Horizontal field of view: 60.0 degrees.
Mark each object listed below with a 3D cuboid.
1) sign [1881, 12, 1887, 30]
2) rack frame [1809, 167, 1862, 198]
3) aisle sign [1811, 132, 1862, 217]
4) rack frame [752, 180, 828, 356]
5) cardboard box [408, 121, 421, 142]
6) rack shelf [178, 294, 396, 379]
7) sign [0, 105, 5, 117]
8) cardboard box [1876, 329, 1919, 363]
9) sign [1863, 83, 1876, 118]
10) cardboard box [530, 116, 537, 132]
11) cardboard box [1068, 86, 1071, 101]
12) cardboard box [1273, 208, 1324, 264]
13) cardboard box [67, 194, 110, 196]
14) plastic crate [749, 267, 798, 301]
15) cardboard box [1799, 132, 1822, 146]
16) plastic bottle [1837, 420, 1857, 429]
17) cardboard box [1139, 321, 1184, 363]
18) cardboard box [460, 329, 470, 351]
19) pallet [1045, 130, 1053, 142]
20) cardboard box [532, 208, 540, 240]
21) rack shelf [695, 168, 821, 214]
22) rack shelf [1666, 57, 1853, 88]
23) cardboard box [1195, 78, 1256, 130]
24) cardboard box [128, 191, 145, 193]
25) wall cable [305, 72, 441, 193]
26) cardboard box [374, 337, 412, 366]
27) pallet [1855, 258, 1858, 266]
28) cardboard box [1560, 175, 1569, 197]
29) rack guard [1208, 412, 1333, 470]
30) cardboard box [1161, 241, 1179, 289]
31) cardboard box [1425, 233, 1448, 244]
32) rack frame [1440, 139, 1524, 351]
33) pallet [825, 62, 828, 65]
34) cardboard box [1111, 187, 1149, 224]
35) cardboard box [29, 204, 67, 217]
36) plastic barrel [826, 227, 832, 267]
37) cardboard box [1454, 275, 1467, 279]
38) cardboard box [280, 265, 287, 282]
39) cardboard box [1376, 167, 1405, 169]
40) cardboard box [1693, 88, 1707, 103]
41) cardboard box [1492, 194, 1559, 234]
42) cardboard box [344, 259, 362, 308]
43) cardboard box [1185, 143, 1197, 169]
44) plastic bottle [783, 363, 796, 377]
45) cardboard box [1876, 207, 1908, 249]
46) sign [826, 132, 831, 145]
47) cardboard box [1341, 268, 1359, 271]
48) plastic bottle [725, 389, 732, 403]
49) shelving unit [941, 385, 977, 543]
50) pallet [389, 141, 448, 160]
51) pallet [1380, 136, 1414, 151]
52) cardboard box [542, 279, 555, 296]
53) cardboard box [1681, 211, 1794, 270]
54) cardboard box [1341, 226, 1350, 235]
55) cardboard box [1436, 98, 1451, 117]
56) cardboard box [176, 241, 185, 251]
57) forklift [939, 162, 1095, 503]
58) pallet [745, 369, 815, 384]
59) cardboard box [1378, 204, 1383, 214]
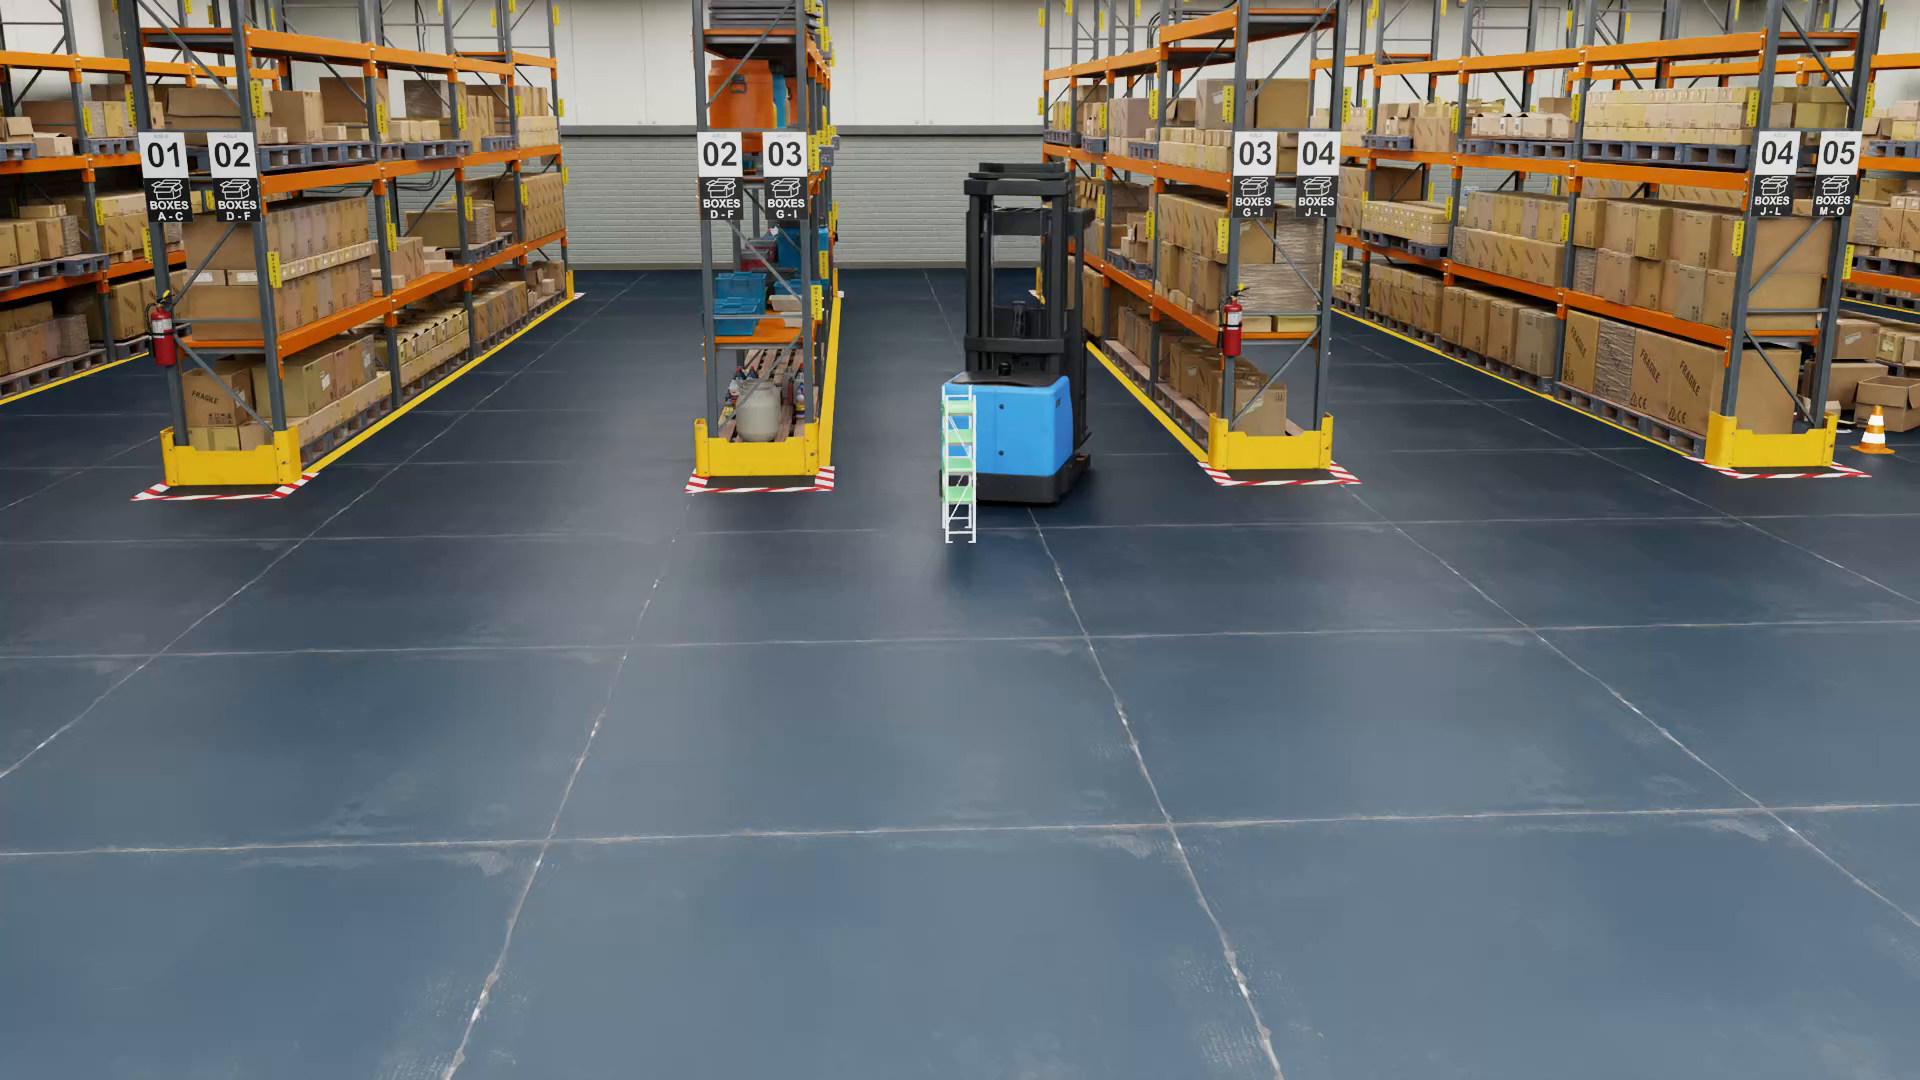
[{"bbox_3d":[17.454,-9.815,31.424,0.100,0.325,0.005,-1,14,-3],"label":"sign"},{"bbox_3d":[16.899,-6.378,32.294,1.000,3.000,0.127,-1,14,-3],"label":"rack frame"},{"bbox_3d":[8.306,-3.465,15.757,0.394,0.787,0.004,-1,14,-3],"label":"aisle sign"},{"bbox_3d":[-2.394,-4.081,23.368,1.000,3.000,0.127,-1,14,-3],"label":"rack frame"},{"bbox_3d":[-7.179,-5.204,21.172,0.500,0.250,0.500,-1,14,-5],"label":"cardboard box"},{"bbox_3d":[-6.966,-2.165,17.364,1.077,0.370,4.000,-1,14,-3],"label":"rack shelf"},{"bbox_3d":[-12.836,-5.663,22.300,0.100,0.325,0.005,-1,14,-3],"label":"sign"},{"bbox_3d":[12.606,-2.555,21.870,0.950,0.372,0.625,0,14,0],"label":"cardboard box"},{"bbox_3d":[8.556,-4.141,15.667,0.100,0.325,0.005,-1,14,-3],"label":"sign"},{"bbox_3d":[-7.420,-6.996,27.975,0.500,0.250,0.500,-1,14,-3],"label":"cardboard box"},{"bbox_3d":[2.169,-7.761,28.900,0.500,0.250,0.500,-1,14,-5],"label":"cardboard box"},{"bbox_3d":[3.283,-2.985,16.306,0.500,0.500,0.500,-1,14,-3],"label":"cardboard box"},{"bbox_3d":[-12.626,-4.859,24.047,0.500,0.250,0.500,-1,14,-5],"label":"cardboard box"},{"bbox_3d":[-2.240,-2.924,18.995,0.767,0.338,0.504,-1,14,-3],"label":"plastic crate"},{"bbox_3d":[8.301,-3.892,16.075,0.380,0.149,0.250,-1,14,-3],"label":"cardboard box"},{"bbox_3d":[9.747,-1.281,18.383,0.133,0.061,0.283,-6,16,-23],"label":"plastic bottle"},{"bbox_3d":[2.735,-2.576,21.653,0.700,0.500,0.500,-2,15,-8],"label":"cardboard box"},{"bbox_3d":[-7.062,-2.750,22.870,0.500,0.250,0.500,-1,14,-2],"label":"cardboard box"},{"bbox_3d":[2.111,-7.372,30.318,1.003,0.211,1.213,-1,14,-3],"label":"pallet"},{"bbox_3d":[-7.380,-5.307,27.932,0.500,0.500,0.500,-1,14,-2],"label":"cardboard box"},{"bbox_3d":[-2.022,-3.693,17.284,1.077,0.370,4.000,-1,14,-3],"label":"rack shelf"},{"bbox_3d":[12.317,-7.171,25.584,1.077,0.370,4.000,-1,14,-3],"label":"rack shelf"},{"bbox_3d":[2.697,-4.437,16.929,0.500,0.500,0.500,-1,14,-3],"label":"cardboard box"},{"bbox_3d":[-12.192,-5.122,25.070,0.500,0.250,0.500,-1,14,-2],"label":"cardboard box"},{"bbox_3d":[-12.771,-8.731,35.634,3.097,2.526,0.112,-1,14,-3],"label":"wall cable"},{"bbox_3d":[-6.867,-2.261,19.842,0.500,0.311,0.500,-1,14,-3],"label":"cardboard box"},{"bbox_3d":[12.591,-4.042,23.601,1.213,0.211,1.003,-1,14,-3],"label":"pallet"},{"bbox_3d":[11.691,-6.709,31.374,0.500,0.500,0.500,-1,14,-5],"label":"cardboard box"},{"bbox_3d":[3.041,-0.976,16.317,1.175,0.500,0.348,-1,14,-3],"label":"rack guard"},{"bbox_3d":[2.760,-3.117,18.825,0.875,0.500,0.500,-1,14,-3],"label":"cardboard box"},{"bbox_3d":[7.017,-4.406,24.293,0.380,0.149,0.250,-1,14,-3],"label":"cardboard box"},{"bbox_3d":[7.507,-4.209,23.865,1.000,3.000,0.127,-1,14,-3],"label":"rack frame"},{"bbox_3d":[-2.560,-7.491,25.762,1.003,0.211,1.213,-1,14,-3],"label":"pallet"},{"bbox_3d":[2.521,-4.874,24.235,0.797,0.503,0.637,0,14,-2],"label":"cardboard box"},{"bbox_3d":[-12.230,-4.418,22.293,0.380,0.149,0.250,-3,15,-11],"label":"cardboard box"},{"bbox_3d":[-2.062,-4.036,22.920,0.600,0.536,0.708,-1,14,-3],"label":"plastic barrel"},{"bbox_3d":[7.674,-3.866,25.202,0.500,0.250,0.500,-1,14,-4],"label":"cardboard box"},{"bbox_3d":[-6.670,-2.545,15.895,0.380,0.149,0.250,-1,14,-5],"label":"cardboard box"},{"bbox_3d":[7.427,-6.125,28.508,0.500,0.500,0.500,-1,14,-5],"label":"cardboard box"},{"bbox_3d":[7.595,-4.457,16.670,0.380,0.149,0.250,-1,14,-2],"label":"cardboard box"},{"bbox_3d":[7.591,-4.376,22.308,0.700,0.500,0.500,-1,14,-4],"label":"cardboard box"},{"bbox_3d":[-7.017,-2.818,18.257,0.700,0.500,0.500,-1,14,-4],"label":"cardboard box"},{"bbox_3d":[2.669,-4.041,17.492,0.500,0.250,0.500,-1,14,-4],"label":"cardboard box"},{"bbox_3d":[-1.962,-1.858,19.163,0.144,0.351,0.185,-1,14,-3],"label":"plastic bottle"},{"bbox_3d":[12.373,-4.075,21.702,0.500,0.500,0.500,0,14,-2],"label":"cardboard box"},{"bbox_3d":[-1.845,-5.493,23.047,0.100,0.325,0.005,-1,14,-3],"label":"sign"},{"bbox_3d":[6.917,-4.786,29.791,0.380,0.149,0.250,-1,14,-3],"label":"cardboard box"},{"bbox_3d":[-2.475,-1.468,17.779,0.061,0.283,0.133,-1,14,-2],"label":"plastic bottle"},{"bbox_3d":[-0.010,-0.622,13.537,0.258,1.200,0.503,-1,14,-3],"label":"shelving unit"},{"bbox_3d":[-7.134,-4.921,20.992,1.003,0.211,1.213,0,14,-1],"label":"pallet"},{"bbox_3d":[7.258,-6.152,25.775,1.213,0.211,1.003,-1,14,-3],"label":"pallet"},{"bbox_3d":[-7.525,-4.508,29.664,0.500,0.250,0.500,-1,14,-3],"label":"cardboard box"},{"bbox_3d":[7.892,-3.043,16.866,0.875,0.550,0.550,-1,14,-3],"label":"cardboard box"},{"bbox_3d":[6.888,-5.411,29.040,0.380,0.149,0.250,-2,15,-6],"label":"cardboard box"},{"bbox_3d":[7.175,-6.305,24.253,0.396,0.266,0.258,-1,14,-3],"label":"cardboard box"},{"bbox_3d":[-12.141,-4.539,25.611,0.380,0.149,0.250,-1,14,-3],"label":"cardboard box"},{"bbox_3d":[0.651,-2.061,15.655,1.130,2.935,3.031,3,15,13],"label":"forklift"},{"bbox_3d":[-2.233,-1.930,20.605,1.003,0.211,1.213,-1,14,-3],"label":"pallet"},{"bbox_3d":[6.874,-5.273,26.469,0.380,0.149,0.250,-1,14,-4],"label":"cardboard box"}]
